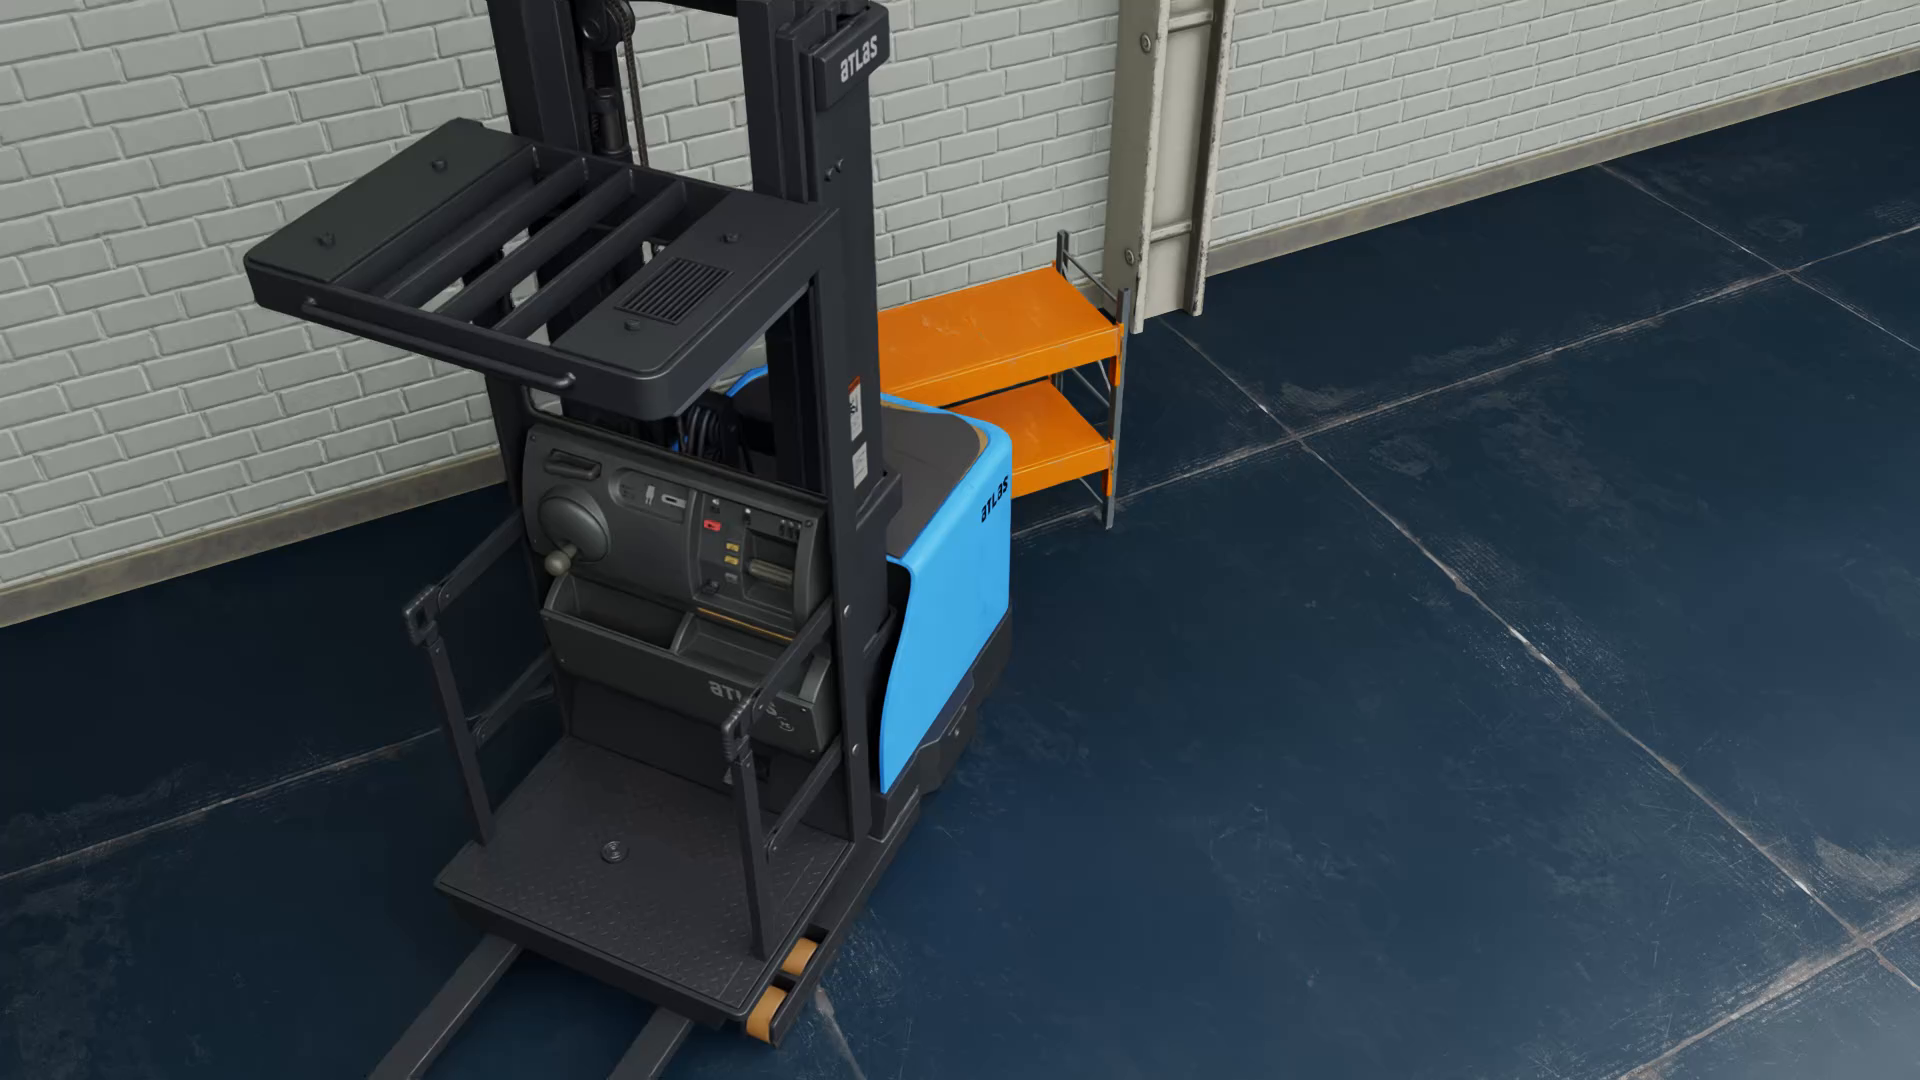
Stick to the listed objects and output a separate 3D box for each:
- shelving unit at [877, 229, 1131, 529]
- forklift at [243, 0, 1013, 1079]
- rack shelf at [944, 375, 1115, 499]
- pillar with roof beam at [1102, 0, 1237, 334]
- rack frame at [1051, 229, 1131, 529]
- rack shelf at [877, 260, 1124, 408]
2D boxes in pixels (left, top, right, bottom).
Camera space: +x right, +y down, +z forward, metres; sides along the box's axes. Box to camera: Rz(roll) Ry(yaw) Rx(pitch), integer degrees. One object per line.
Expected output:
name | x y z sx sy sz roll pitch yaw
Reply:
shelving unit | 0.047 -0.476 6.442 1.048 1.125 0.538 -18 43 -20
forklift | -0.894 0.055 4.416 1.130 2.935 3.031 17 43 19
rack shelf | 0.047 -0.289 6.600 1.000 0.278 0.538 -18 43 -20
pillar with roof beam | 2.917 -2.092 2.257 0.400 9.000 9.100 -19 44 -21
rack frame | 0.501 -0.623 6.615 0.032 1.125 0.500 -18 43 -20
rack shelf | 0.047 -0.699 6.252 1.000 0.278 0.538 -18 43 -20
